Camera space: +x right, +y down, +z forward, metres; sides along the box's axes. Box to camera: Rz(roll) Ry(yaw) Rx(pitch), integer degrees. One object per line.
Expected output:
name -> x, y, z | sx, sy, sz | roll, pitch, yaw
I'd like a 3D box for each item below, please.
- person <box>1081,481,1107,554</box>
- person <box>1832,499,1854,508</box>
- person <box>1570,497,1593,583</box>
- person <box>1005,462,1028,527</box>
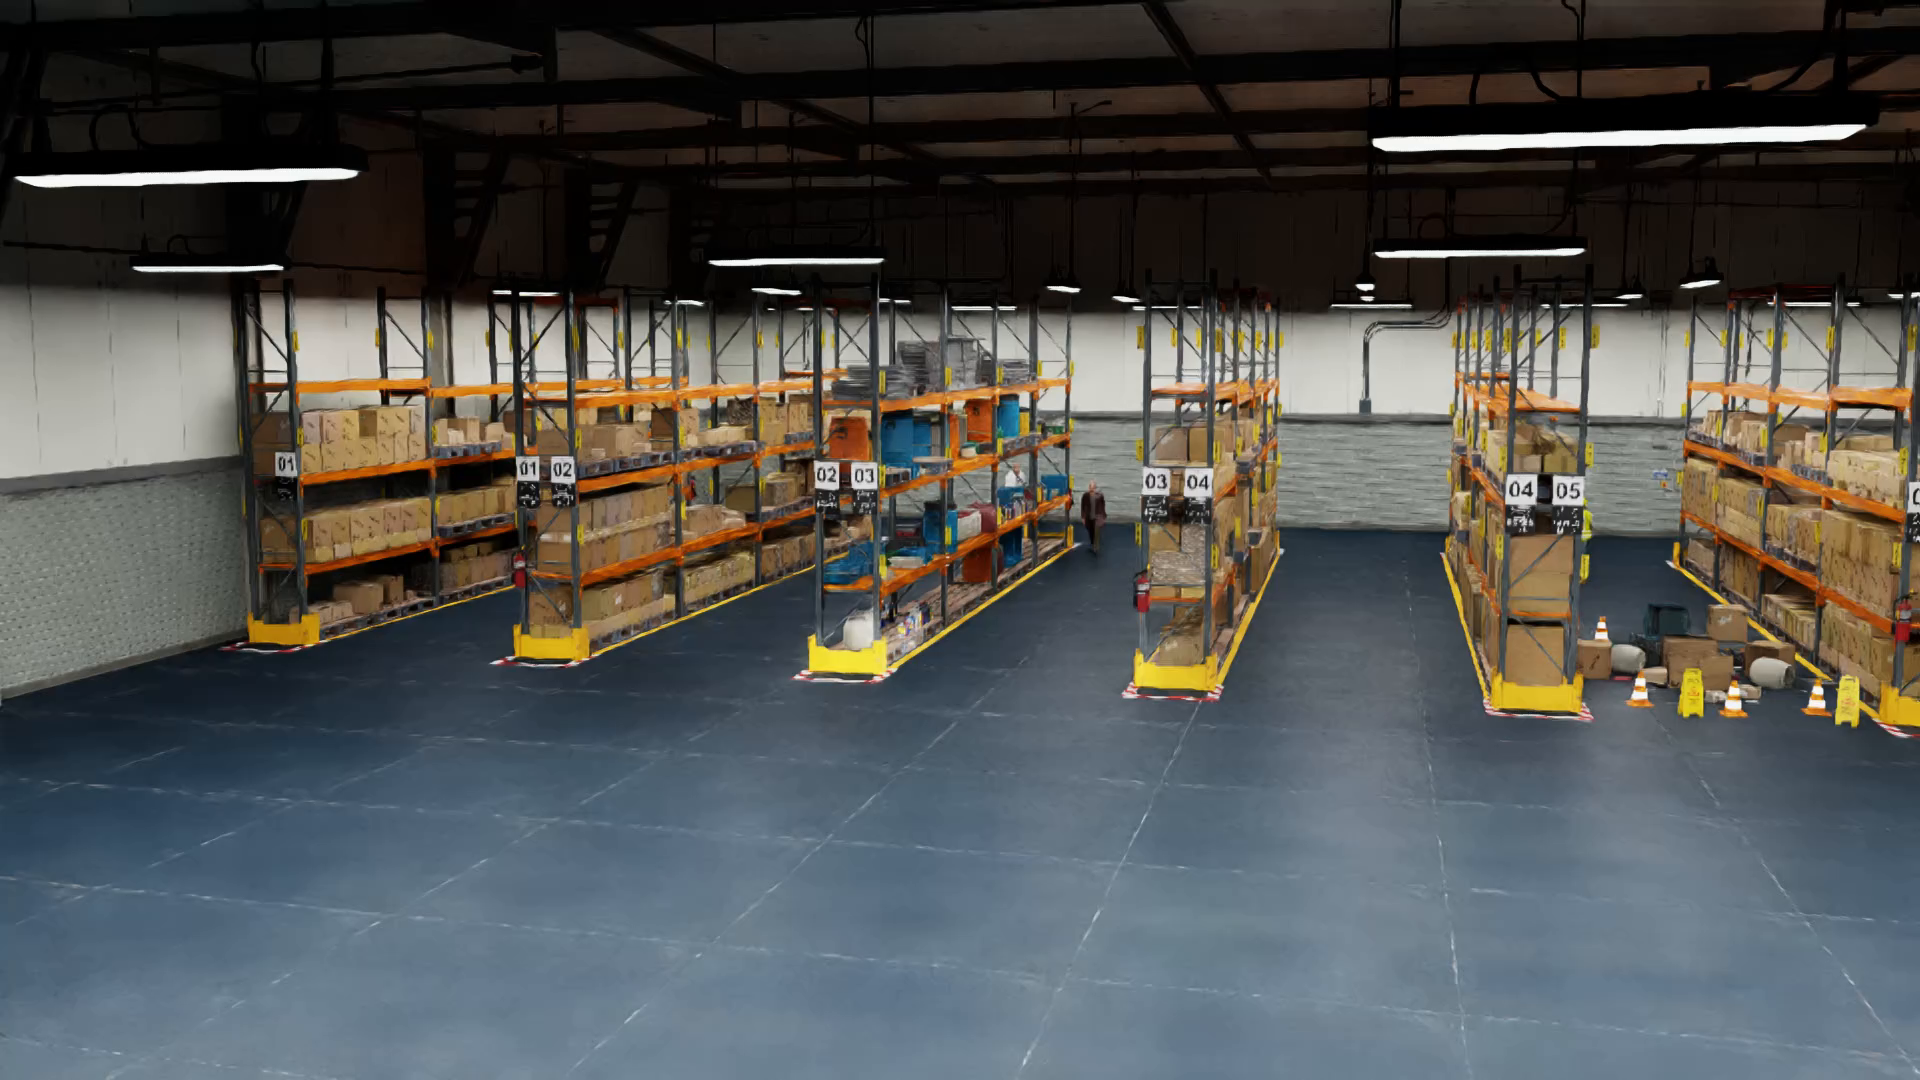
person -> 3.131, -0.556, 39.201 | 0.598, 1.698, 1.193 | 2, 7, 16
person -> 20.739, -0.535, 38.970 | 0.504, 1.724, 0.699 | -2, 7, -18
person -> 12.823, -0.013, 34.427 | 0.580, 1.763, 0.673 | 6, 9, 43
person -> 1.490, -1.147, 44.877 | 0.626, 1.552, 1.010 | -1, 7, -11
